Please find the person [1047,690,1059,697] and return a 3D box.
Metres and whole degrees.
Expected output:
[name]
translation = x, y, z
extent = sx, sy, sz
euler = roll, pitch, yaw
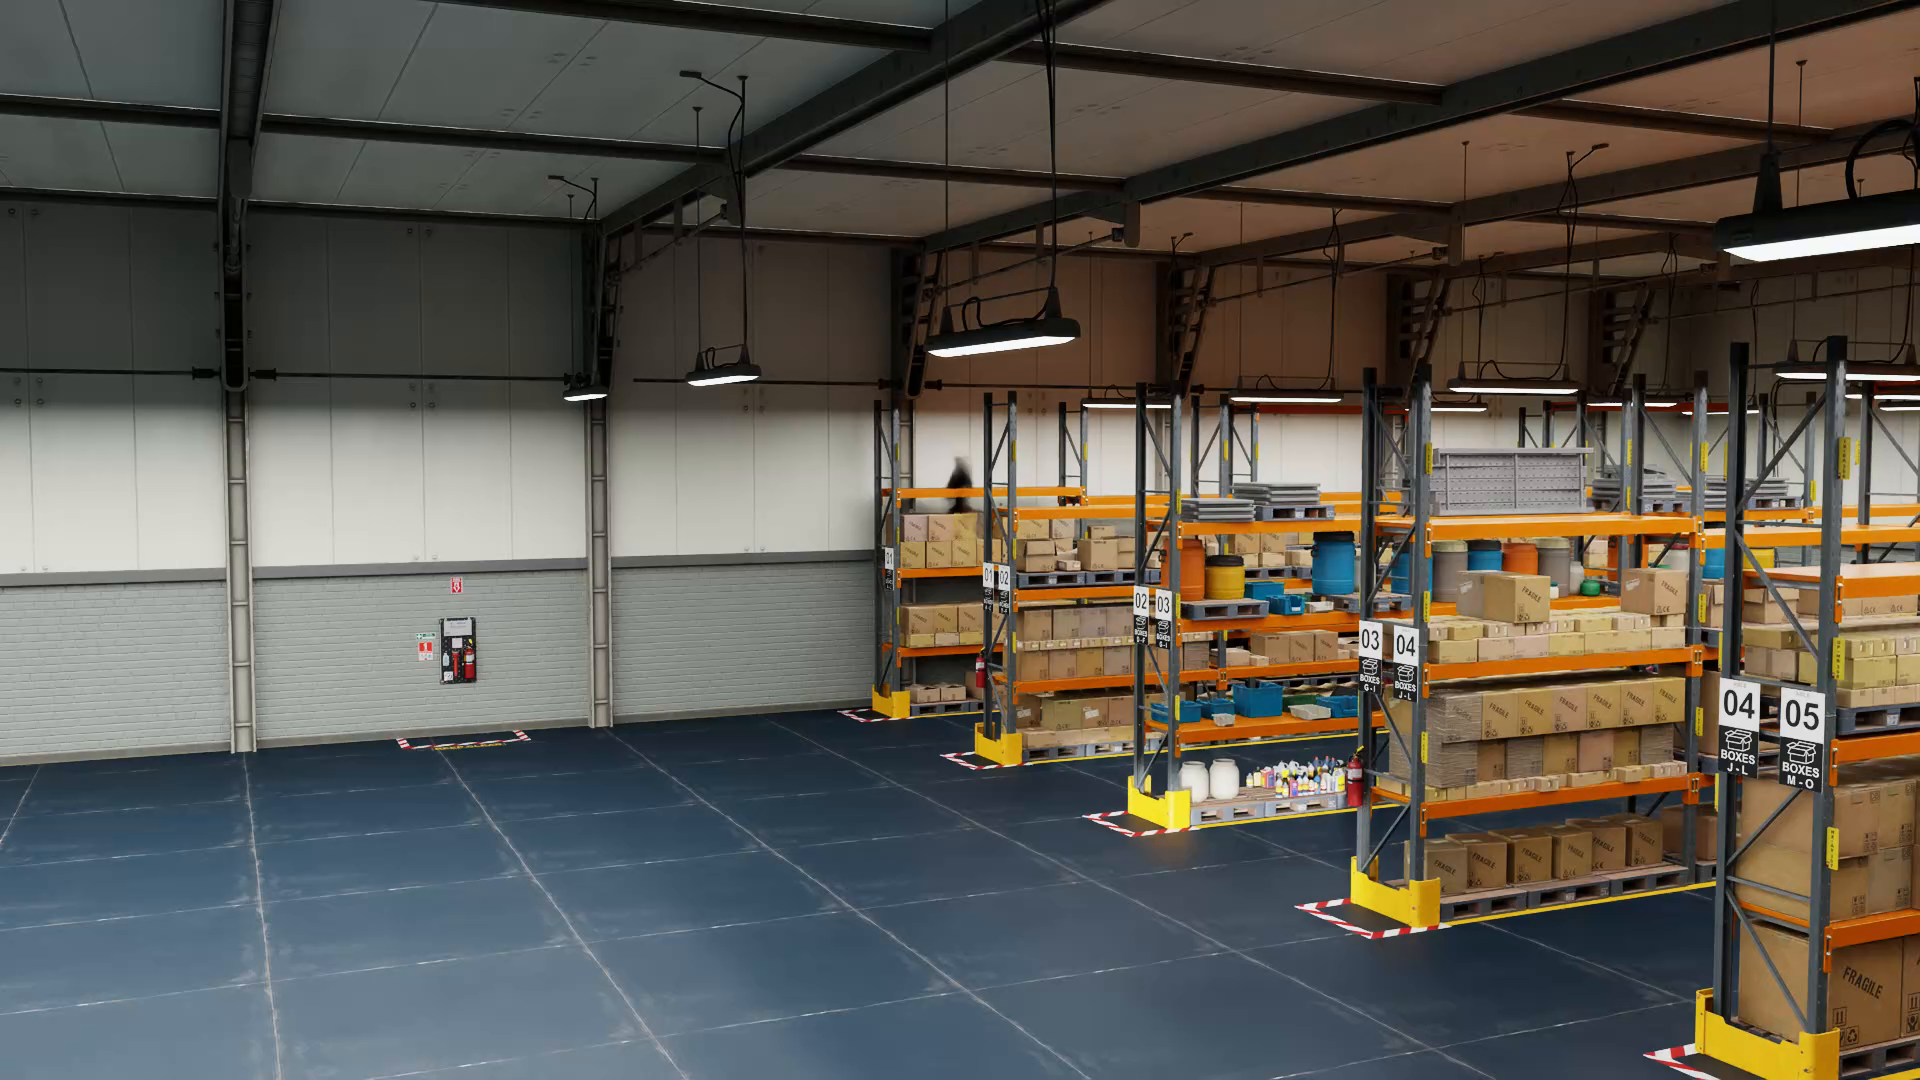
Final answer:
[person]
translation = 1.807, 2.511, 30.472
extent = 0.907, 1.836, 0.682
euler = -2, 4, -34
